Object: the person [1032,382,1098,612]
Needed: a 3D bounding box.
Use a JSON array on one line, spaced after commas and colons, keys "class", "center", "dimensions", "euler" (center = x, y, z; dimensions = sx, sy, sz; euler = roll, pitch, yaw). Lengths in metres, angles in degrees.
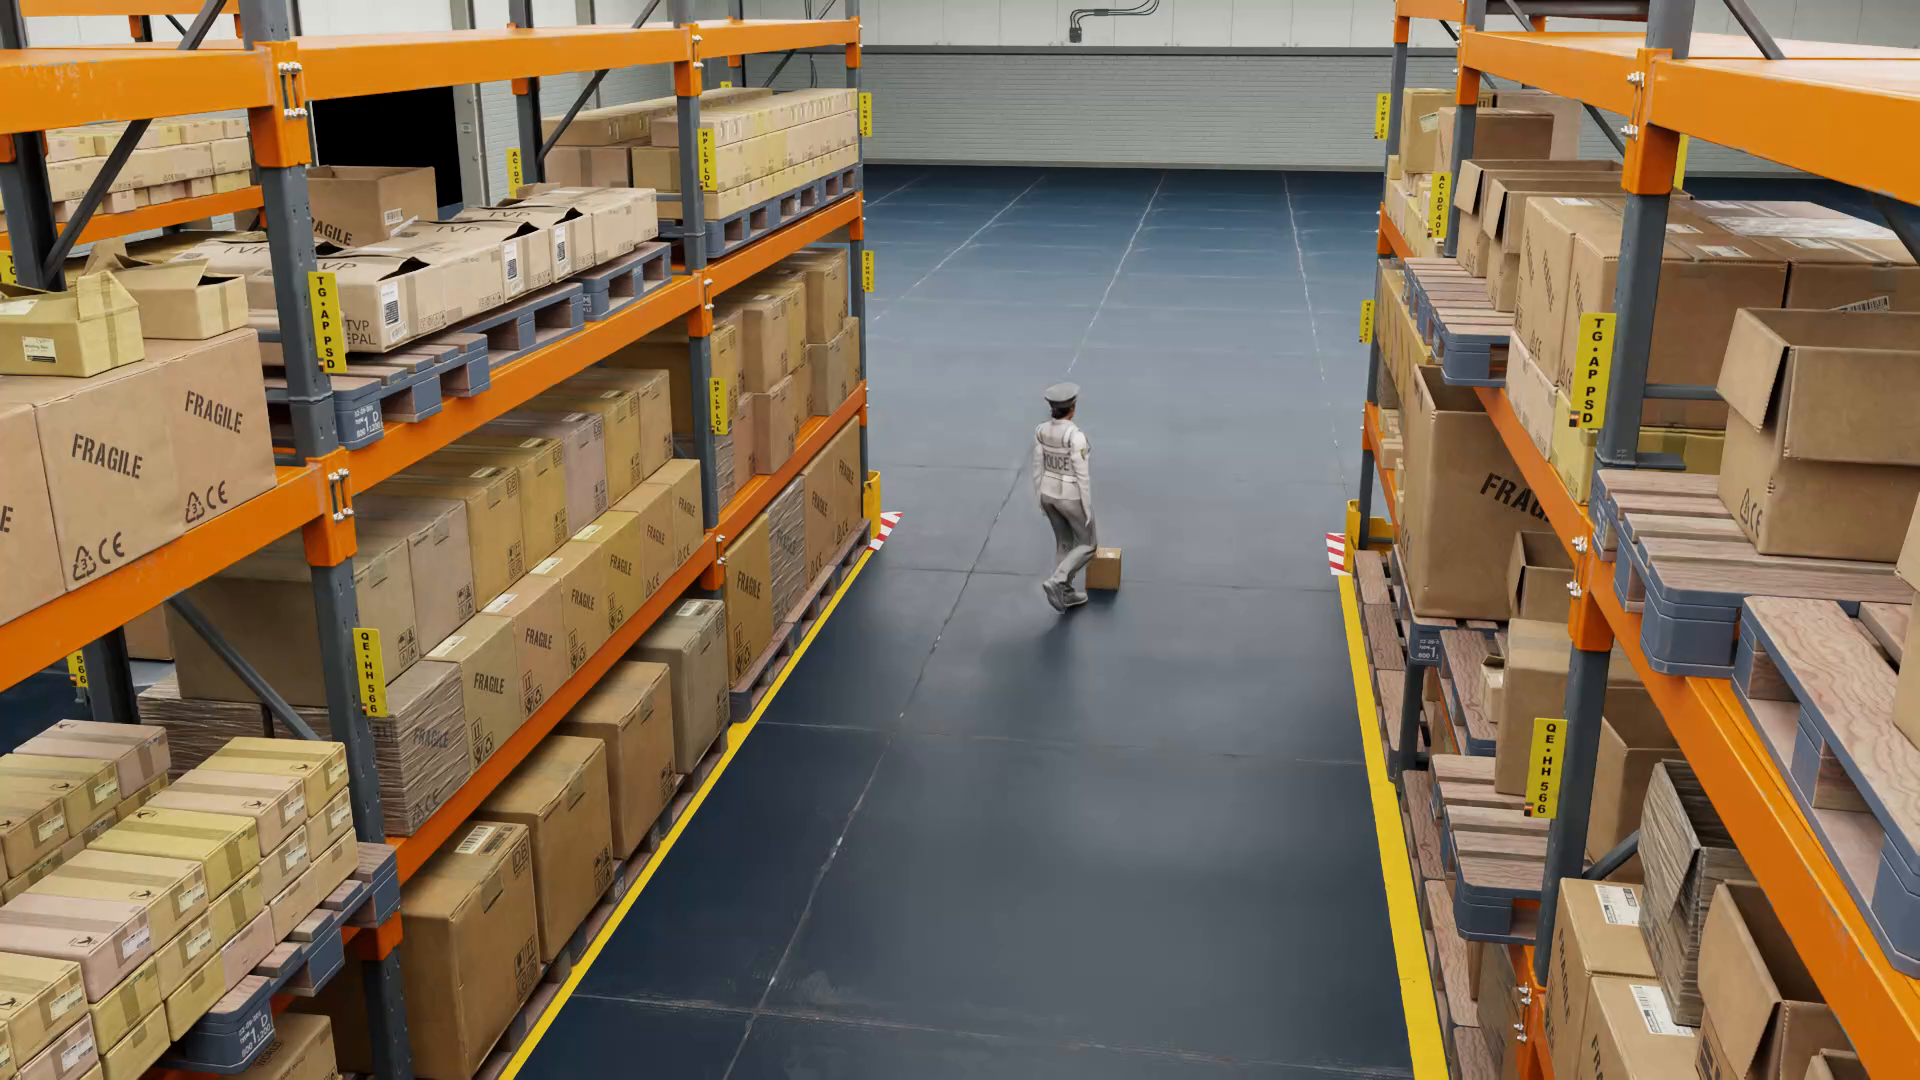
[{"class": "person", "center": [0.733, -0.293, 11.874], "dimensions": [0.573, 1.671, 0.510], "euler": [-16, 24, -41]}]
